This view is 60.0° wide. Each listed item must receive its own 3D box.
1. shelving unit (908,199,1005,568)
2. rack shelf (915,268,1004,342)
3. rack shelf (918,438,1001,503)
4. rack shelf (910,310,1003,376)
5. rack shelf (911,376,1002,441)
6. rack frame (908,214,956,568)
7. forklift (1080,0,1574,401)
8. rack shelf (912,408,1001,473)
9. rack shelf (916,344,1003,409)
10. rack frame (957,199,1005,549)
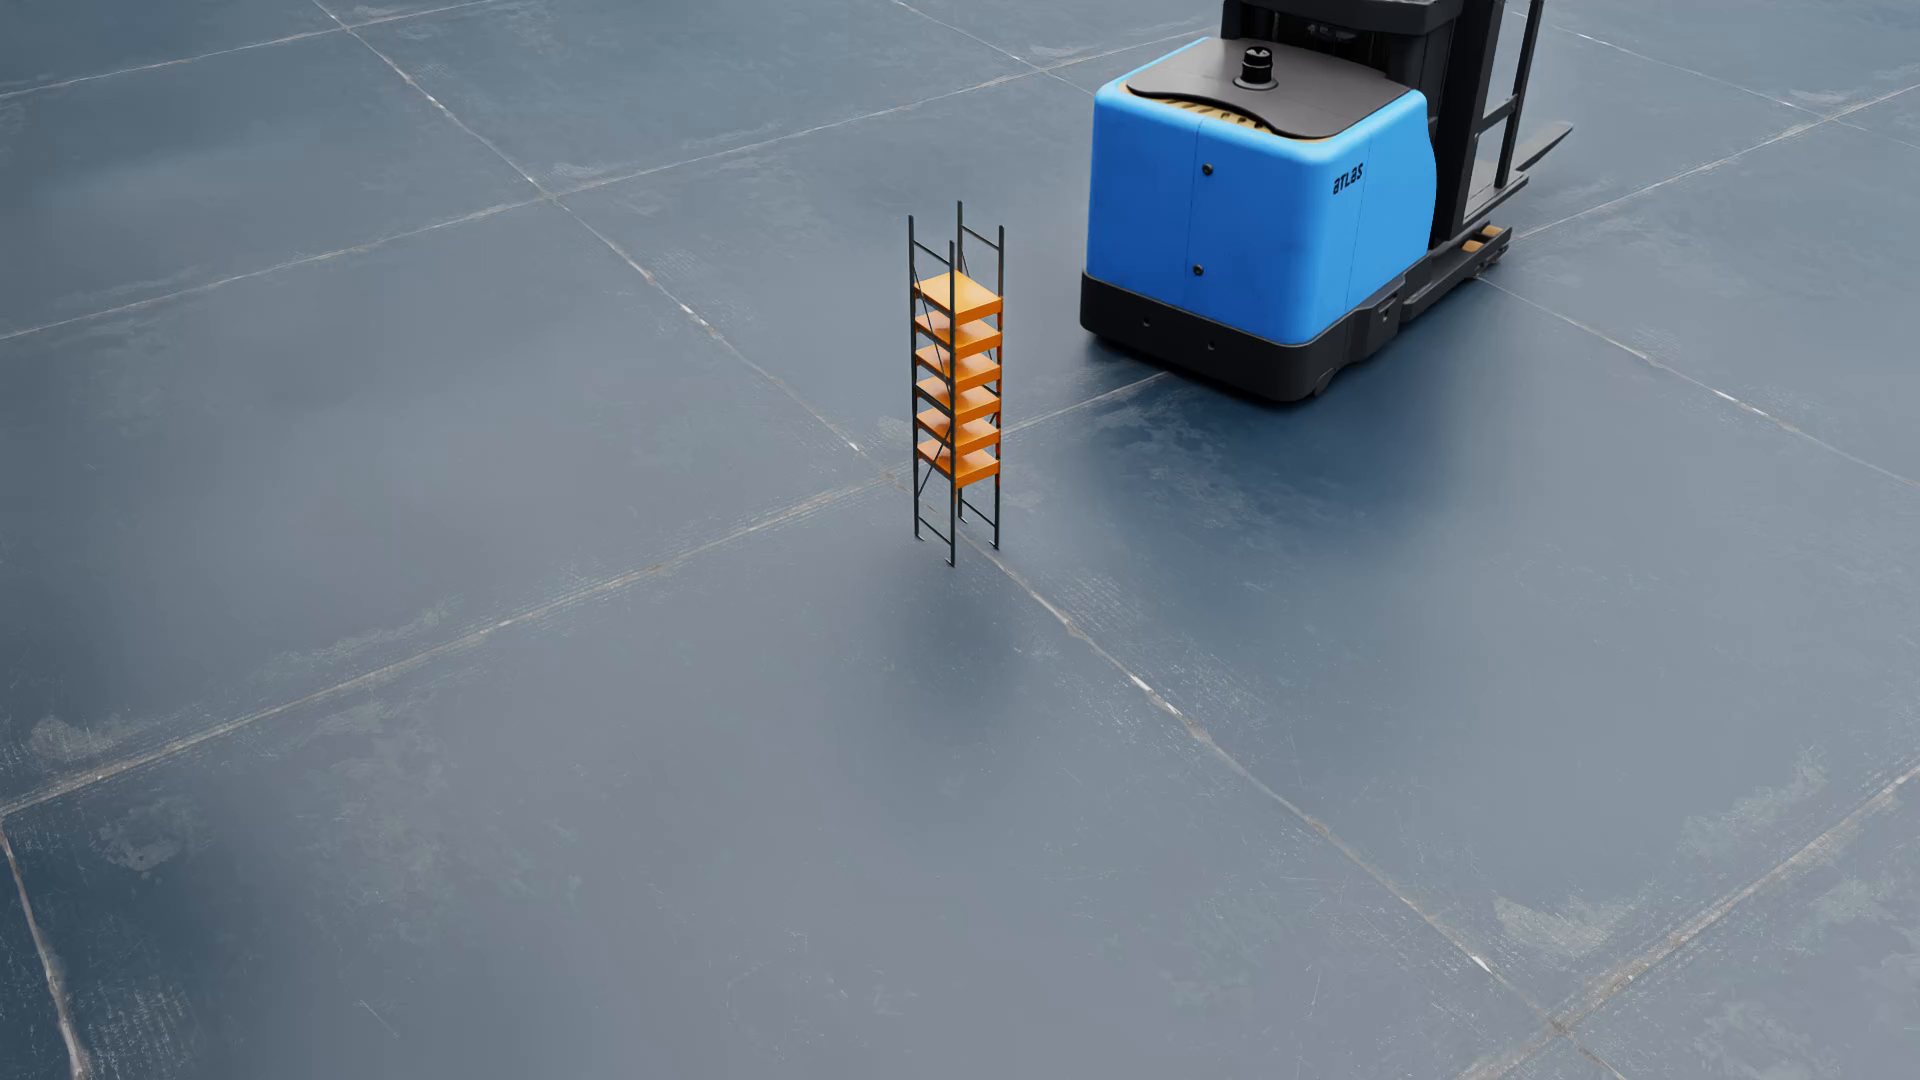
[{"bbox_3d":[-0.012,-0.482,5.393,0.189,1.200,0.258,-22,41,-28],"label":"shelving unit"},{"bbox_3d":[-0.012,-0.738,5.209,0.180,0.103,0.258,-22,41,-28],"label":"rack shelf"},{"bbox_3d":[-0.012,-0.251,5.559,0.180,0.103,0.258,-22,41,-28],"label":"rack shelf"},{"bbox_3d":[-0.012,-0.641,5.279,0.180,0.103,0.258,-22,41,-28],"label":"rack shelf"},{"bbox_3d":[-0.012,-0.446,5.419,0.180,0.103,0.258,-22,41,-28],"label":"rack shelf"},{"bbox_3d":[-0.087,-0.451,5.350,0.006,1.200,0.240,-22,41,-28],"label":"rack frame"},{"bbox_3d":[1.819,-2.513,6.733,1.130,2.935,3.031,26,43,31],"label":"forklift"},{"bbox_3d":[-0.012,-0.349,5.489,0.180,0.103,0.258,-22,41,-28],"label":"rack shelf"},{"bbox_3d":[-0.012,-0.544,5.349,0.180,0.103,0.258,-22,41,-28],"label":"rack shelf"},{"bbox_3d":[0.063,-0.513,5.436,0.006,1.200,0.240,-22,41,-28],"label":"rack frame"}]
